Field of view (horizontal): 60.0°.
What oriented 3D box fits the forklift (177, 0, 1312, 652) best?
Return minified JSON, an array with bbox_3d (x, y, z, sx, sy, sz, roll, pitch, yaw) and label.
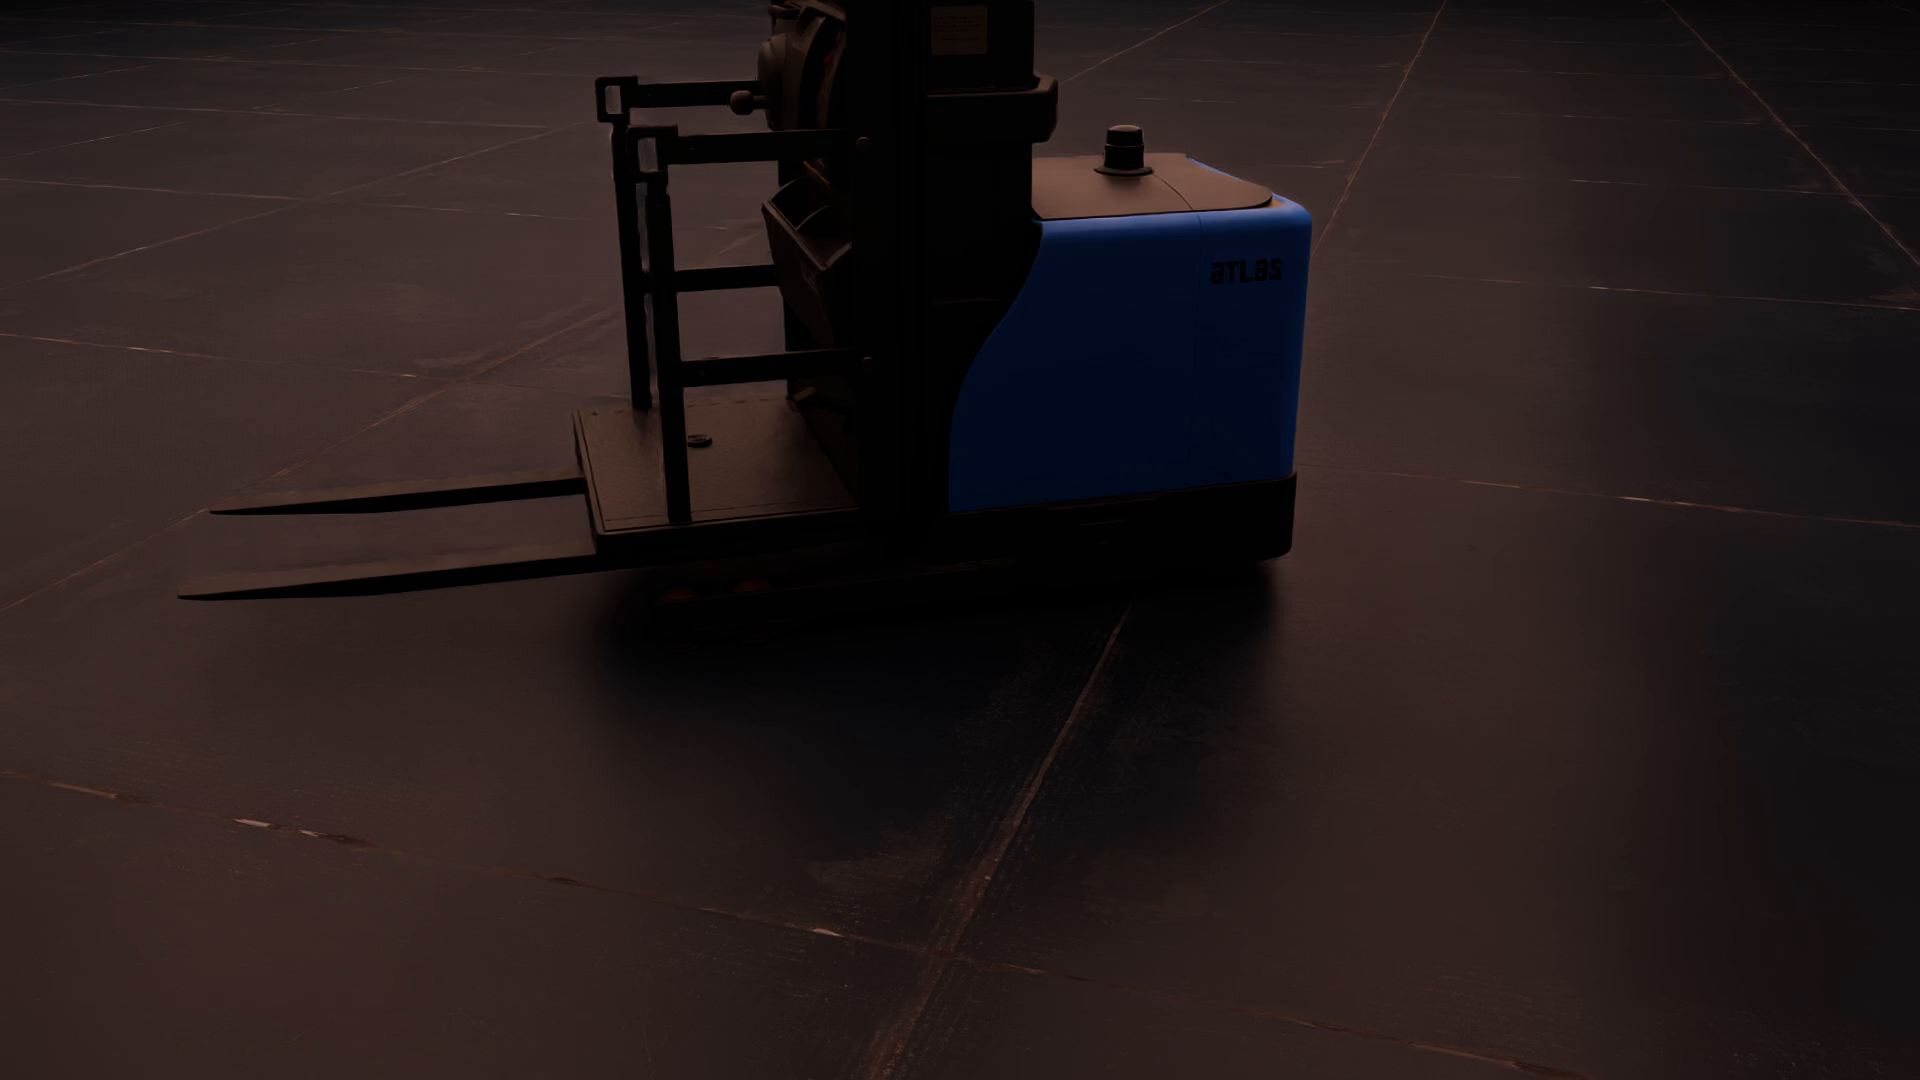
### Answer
[{"bbox_3d":[-0.604,-1.283,4.387,3.031,2.935,1.130,-6,23,-14],"label":"forklift"}]
